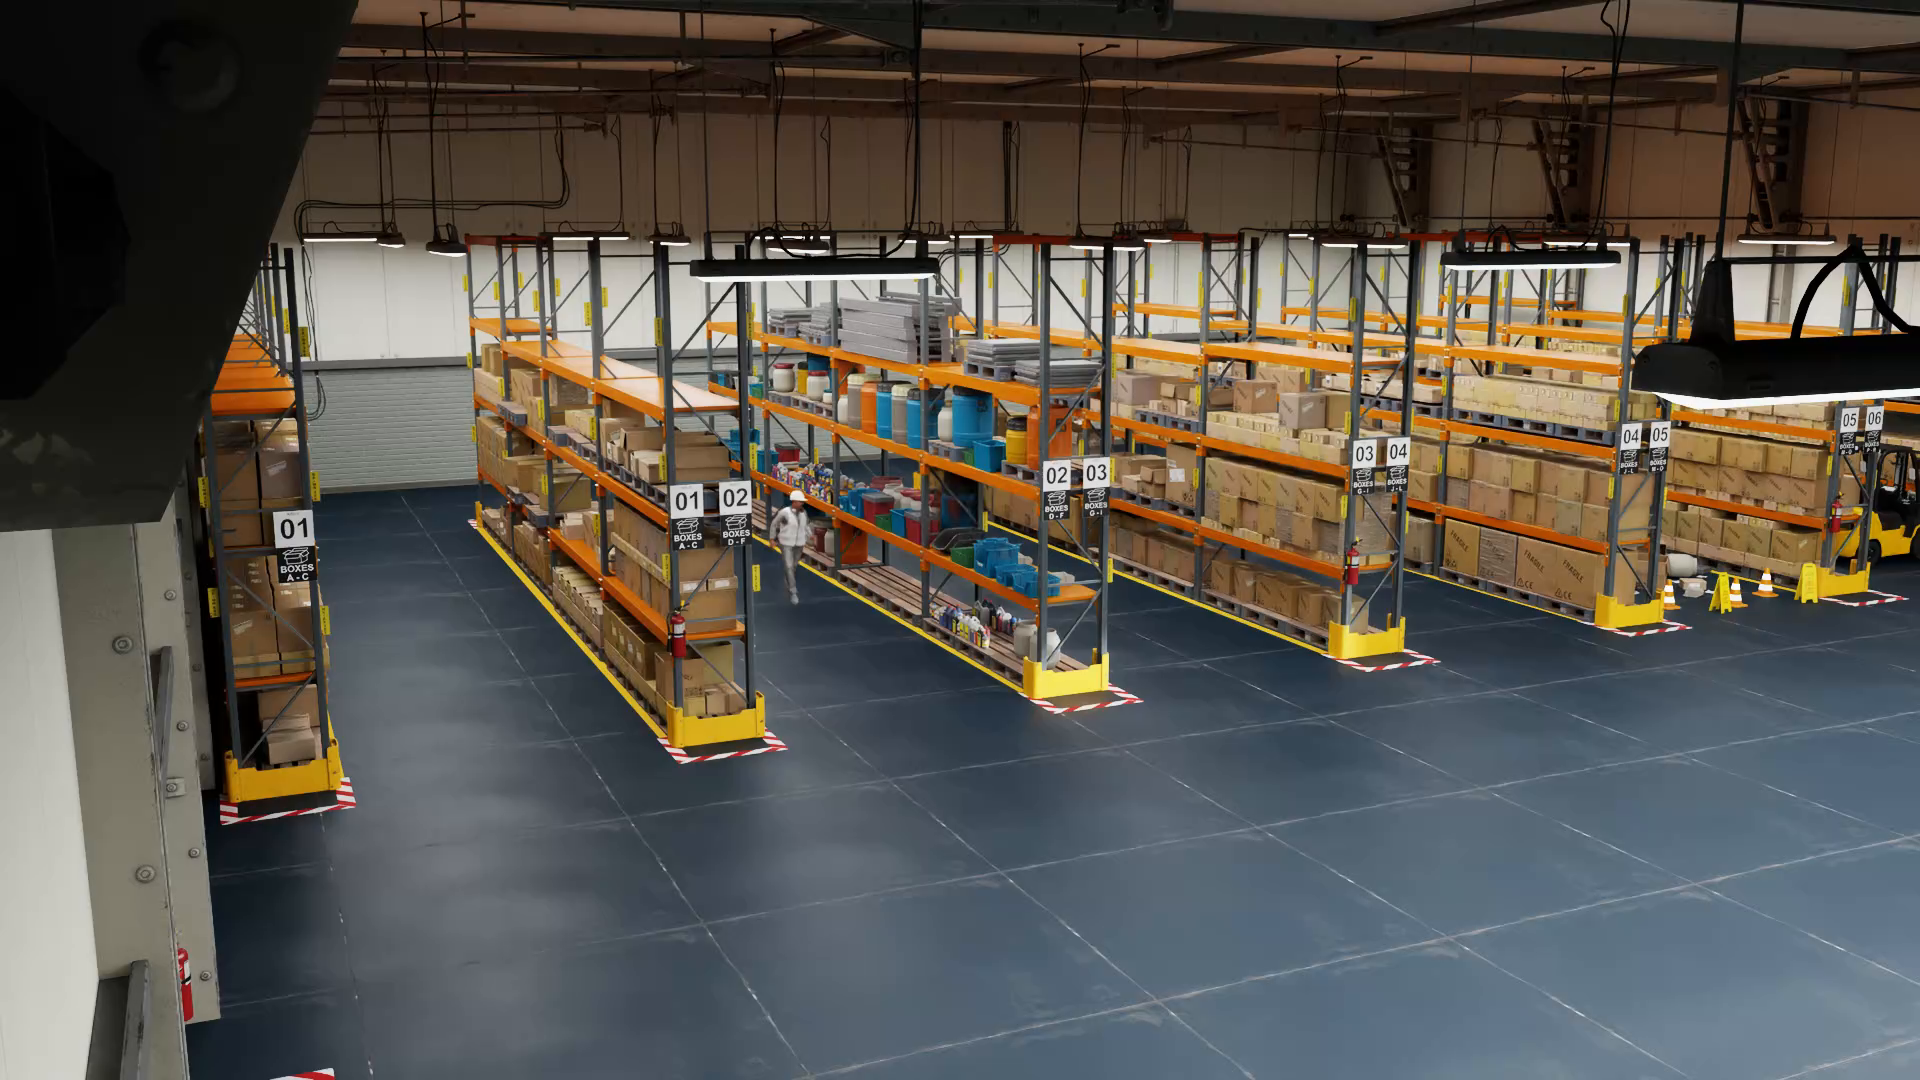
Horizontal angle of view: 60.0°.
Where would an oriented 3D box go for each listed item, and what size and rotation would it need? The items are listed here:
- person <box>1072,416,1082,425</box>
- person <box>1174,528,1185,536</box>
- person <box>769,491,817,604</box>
[{"bbox_3d":[2.872,-2.411,41.180,0.703,1.642,0.580,-6,12,-27],"label":"person"},{"bbox_3d":[4.291,-0.658,32.222,0.407,1.605,0.927,-4,12,-21],"label":"person"},{"bbox_3d":[-2.709,0.071,26.763,0.695,1.761,0.965,-5,12,-24],"label":"person"}]
